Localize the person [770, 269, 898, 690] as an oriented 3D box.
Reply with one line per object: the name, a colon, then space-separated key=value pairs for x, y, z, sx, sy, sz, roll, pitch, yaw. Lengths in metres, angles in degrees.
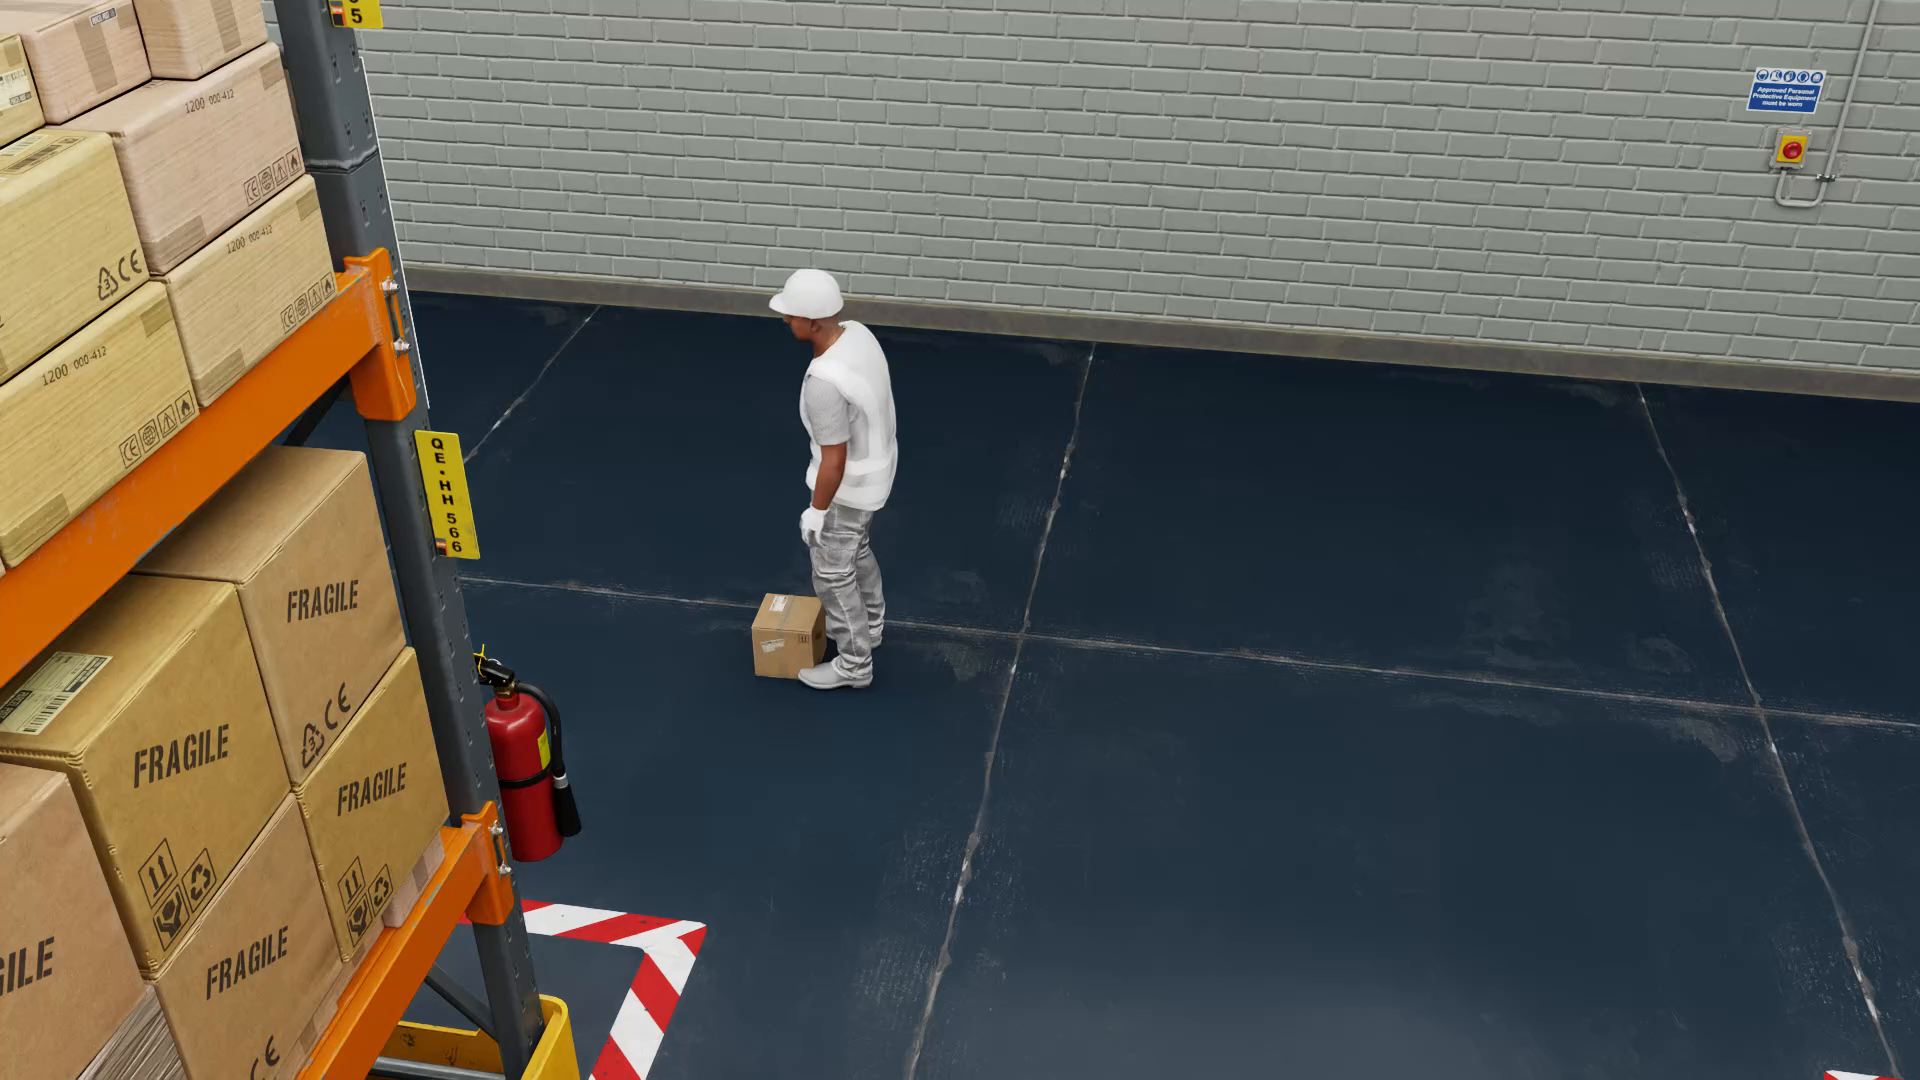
person: x=-0.473 y=-0.231 z=6.494 sx=0.446 sy=1.774 sz=0.619 roll=5 pitch=33 yaw=9
